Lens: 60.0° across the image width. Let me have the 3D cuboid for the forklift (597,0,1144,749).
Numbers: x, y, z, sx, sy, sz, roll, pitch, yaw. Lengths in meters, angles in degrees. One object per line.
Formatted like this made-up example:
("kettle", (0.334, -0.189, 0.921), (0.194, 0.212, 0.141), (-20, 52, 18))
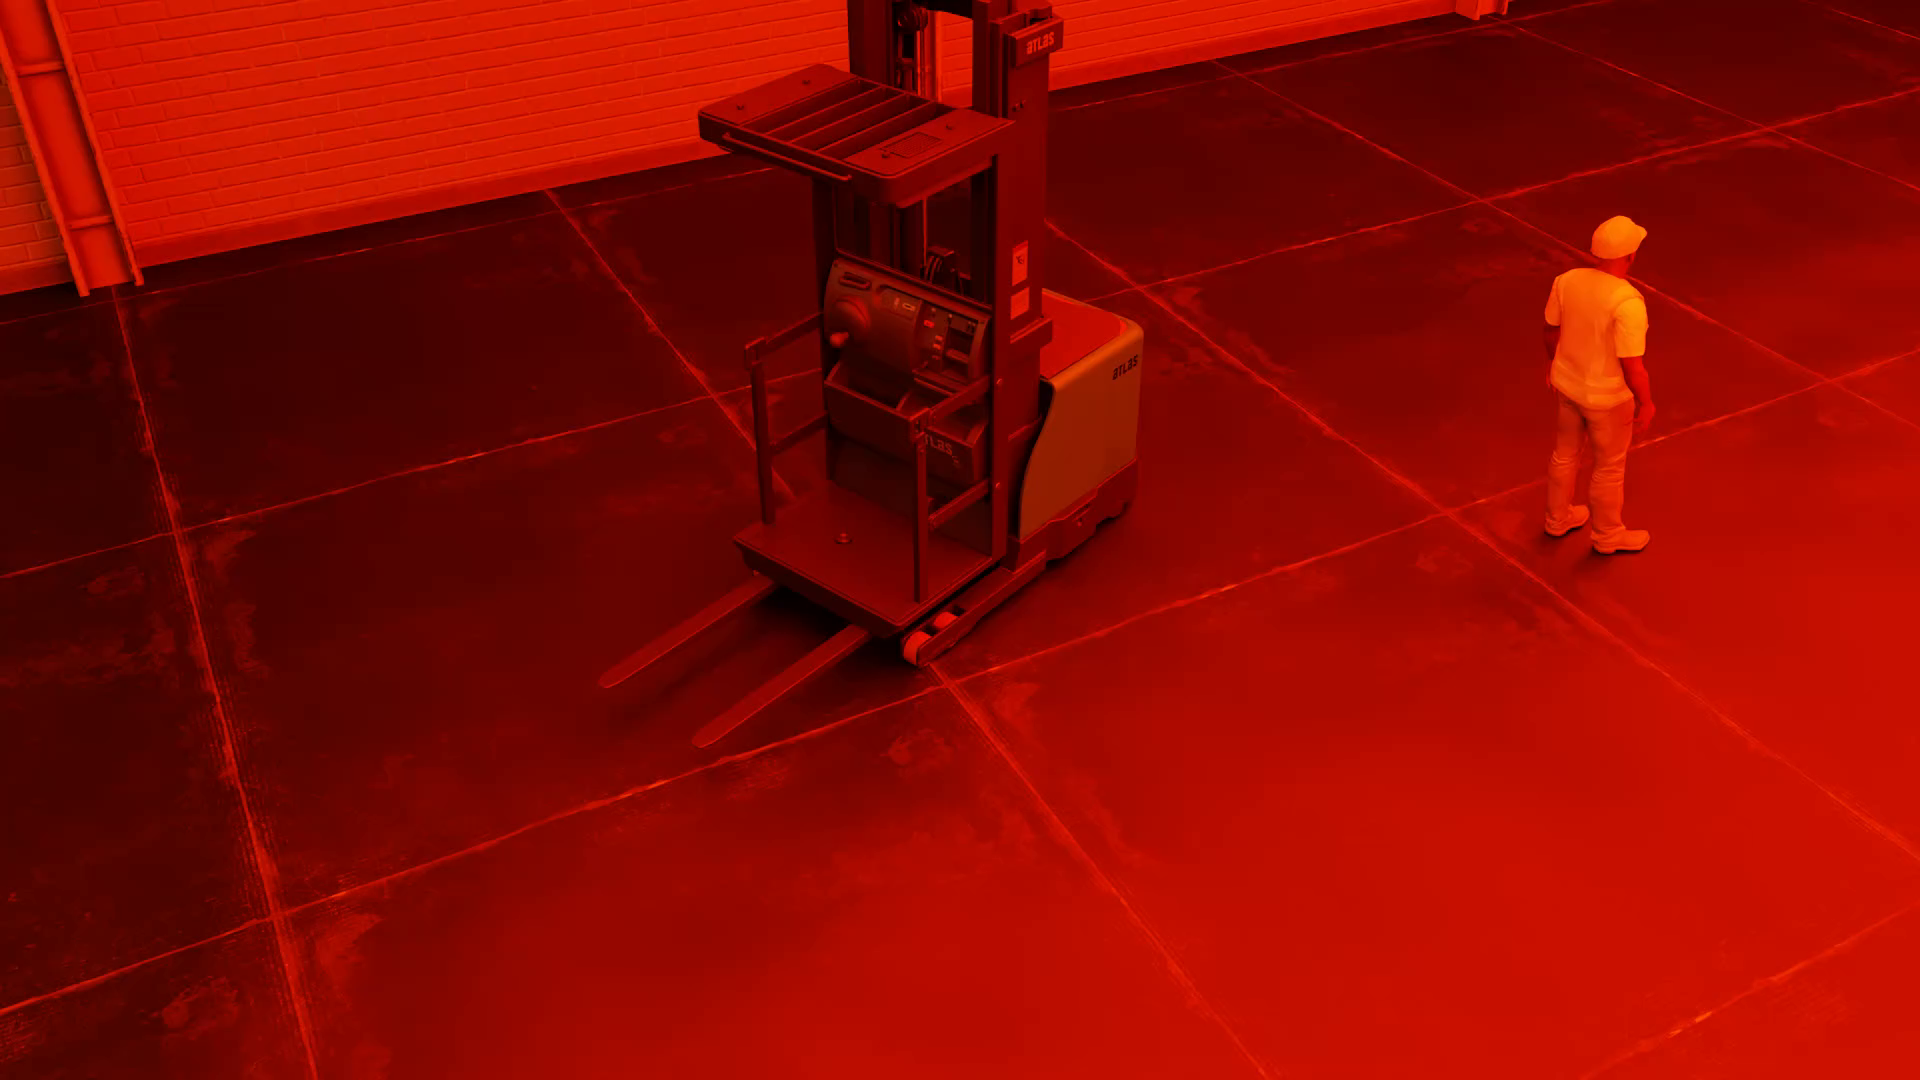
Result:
("forklift", (-0.390, -0.927, 7.434), (1.130, 2.935, 3.031), (26, 43, 31))

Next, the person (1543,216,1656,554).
("person", (3.191, -0.778, 8.220), (0.577, 1.765, 0.665), (-16, 38, -22))
